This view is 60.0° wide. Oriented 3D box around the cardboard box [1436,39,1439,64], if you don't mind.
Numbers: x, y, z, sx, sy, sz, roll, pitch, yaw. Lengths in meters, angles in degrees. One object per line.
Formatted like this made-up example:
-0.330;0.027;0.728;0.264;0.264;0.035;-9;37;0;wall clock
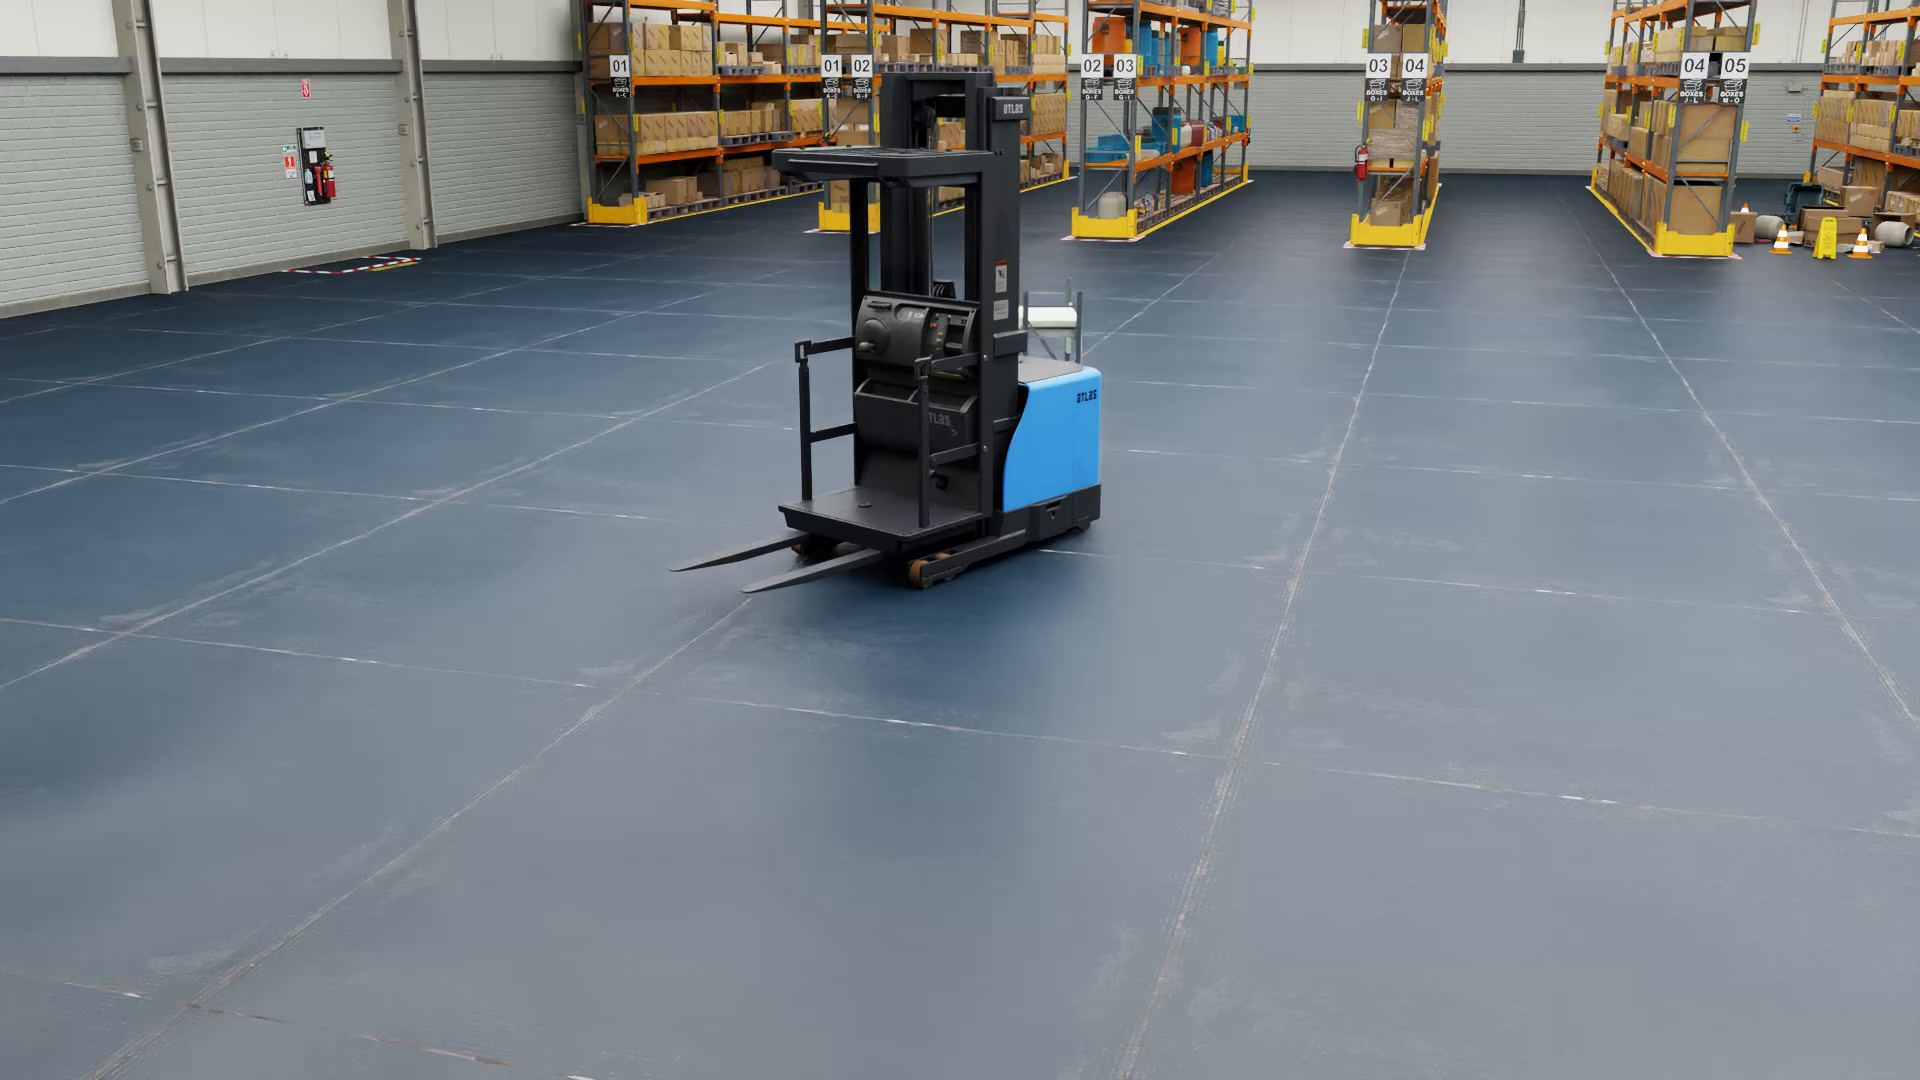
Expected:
9.649;-10.145;34.503;0.500;0.500;0.500;5;16;16;cardboard box

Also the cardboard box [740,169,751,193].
-5.228;-8.271;38.266;0.700;0.500;0.500;5;17;17;cardboard box

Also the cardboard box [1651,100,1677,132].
13.133;-7.733;30.341;0.875;0.550;0.550;5;16;16;cardboard box

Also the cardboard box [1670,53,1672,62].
12.193;-8.140;28.042;0.380;0.149;0.250;4;16;15;cardboard box

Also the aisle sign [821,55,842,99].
-2.390;-8.625;30.976;0.394;0.787;0.004;5;16;16;aisle sign

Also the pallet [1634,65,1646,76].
14.275;-9.461;33.537;1.213;0.211;1.003;5;17;18;pallet

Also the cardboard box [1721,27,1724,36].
12.606;-8.272;27.047;0.380;0.149;0.250;5;17;16;cardboard box

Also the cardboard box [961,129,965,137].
0.038;-9.327;38.378;0.500;0.311;0.500;6;17;19;cardboard box

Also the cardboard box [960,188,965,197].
-0.164;-7.783;37.041;0.500;0.250;0.500;5;17;17;cardboard box

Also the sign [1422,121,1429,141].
7.927;-6.974;28.333;0.100;0.325;0.005;5;16;16;sign

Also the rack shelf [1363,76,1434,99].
7.975;-8.220;30.133;1.077;0.370;4.000;5;16;16;rack shelf

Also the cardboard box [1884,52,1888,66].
19.238;-9.892;34.186;0.405;0.266;0.271;5;17;16;cardboard box

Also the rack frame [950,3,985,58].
0.180;-12.348;37.872;0.949;2.616;0.053;5;16;16;rack frame

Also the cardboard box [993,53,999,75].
0.420;-11.203;39.149;0.910;0.500;0.500;5;16;16;cardboard box

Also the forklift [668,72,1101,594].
-0.410;-1.282;9.977;1.130;2.935;3.031;13;21;39;forklift

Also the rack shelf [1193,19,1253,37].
12.057;-10.943;34.607;15.940;0.569;16.000;5;16;16;rack shelf

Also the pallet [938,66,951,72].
-0.715;-9.998;35.434;0.805;0.209;1.217;4;16;14;pallet

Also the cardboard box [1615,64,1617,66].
15.577;-10.978;38.813;0.500;0.250;0.500;5;16;16;cardboard box

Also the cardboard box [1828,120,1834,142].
20.638;-9.563;38.865;0.500;0.500;0.500;5;17;18;cardboard box

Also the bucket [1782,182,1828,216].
15.442;-6.177;30.323;0.726;0.611;0.620;11;9;35;bucket

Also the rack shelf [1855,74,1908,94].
19.750;-9.544;34.802;1.077;0.370;4.000;5;16;16;rack shelf

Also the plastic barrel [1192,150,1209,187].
5.696;-8.989;40.100;0.600;0.901;0.708;5;16;16;plastic barrel

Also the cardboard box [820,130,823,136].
-3.658;-10.341;42.213;0.380;0.149;0.250;4;16;14;cardboard box

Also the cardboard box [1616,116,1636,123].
14.401;-9.079;35.943;0.380;0.149;0.250;5;16;16;cardboard box

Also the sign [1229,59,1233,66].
6.595;-11.527;40.459;0.100;0.325;0.005;5;16;16;sign

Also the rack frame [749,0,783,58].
-4.564;-12.731;39.221;0.949;2.616;0.053;5;16;16;rack frame

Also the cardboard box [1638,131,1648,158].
13.306;-7.572;31.846;0.500;0.500;0.500;4;16;15;cardboard box

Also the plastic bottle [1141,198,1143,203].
3.590;-6.575;32.685;0.061;0.283;0.133;5;16;16;plastic bottle

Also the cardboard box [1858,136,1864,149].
19.634;-8.535;35.699;0.500;0.250;0.500;4;16;15;cardboard box

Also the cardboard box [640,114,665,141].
-6.267;-8.280;33.388;0.500;0.500;0.500;5;16;16;cardboard box

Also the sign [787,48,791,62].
-4.047;-11.494;39.411;0.100;0.325;0.005;5;16;16;sign

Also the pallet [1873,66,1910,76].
19.629;-9.741;34.526;1.003;0.211;1.213;5;17;18;pallet

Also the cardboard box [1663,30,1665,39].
12.626;-8.922;29.338;0.380;0.149;0.250;4;16;15;cardboard box

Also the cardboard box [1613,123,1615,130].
14.548;-9.075;36.474;0.380;0.149;0.250;4;16;15;cardboard box

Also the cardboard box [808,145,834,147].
-3.490;-9.879;43.331;0.750;0.750;0.750;5;17;17;cardboard box

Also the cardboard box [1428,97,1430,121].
8.396;-7.917;30.685;0.500;0.500;0.500;5;16;16;cardboard box

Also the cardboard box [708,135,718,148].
-5.548;-8.588;35.849;0.500;0.250;0.500;5;16;16;cardboard box

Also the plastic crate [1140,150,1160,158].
3.576;-7.459;32.112;0.530;0.136;0.437;5;16;16;plastic crate

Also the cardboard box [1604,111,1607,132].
16.009;-10.200;40.566;0.500;0.500;0.500;5;17;17;cardboard box

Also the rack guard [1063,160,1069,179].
11.354;-10.822;41.470;20.863;4.100;4.006;5;16;16;rack guard

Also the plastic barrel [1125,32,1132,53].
2.860;-9.027;30.547;0.600;0.588;0.600;0;16;0;plastic barrel

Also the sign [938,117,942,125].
-0.421;-8.827;34.721;0.100;0.325;0.005;5;16;16;sign

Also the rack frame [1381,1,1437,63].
8.544;-10.532;31.470;1.000;3.000;0.127;5;16;16;rack frame

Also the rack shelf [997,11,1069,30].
1.889;-13.570;43.504;1.077;0.370;4.000;5;16;16;rack shelf

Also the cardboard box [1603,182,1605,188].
15.496;-8.423;39.483;0.380;0.149;0.250;4;16;14;cardboard box

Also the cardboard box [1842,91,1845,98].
20.525;-10.246;38.253;0.380;0.149;0.250;4;16;15;cardboard box

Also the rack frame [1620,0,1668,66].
15.544;-12.214;37.400;1.000;3.000;0.127;5;16;16;rack frame

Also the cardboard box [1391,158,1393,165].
7.580;-6.830;29.873;0.380;0.149;0.250;5;16;16;cardboard box

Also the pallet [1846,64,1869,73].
20.561;-10.584;37.313;1.003;0.211;1.213;5;16;16;pallet

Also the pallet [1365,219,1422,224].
8.042;-5.806;30.911;1.003;0.211;1.213;5;16;16;pallet

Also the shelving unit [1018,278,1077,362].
0.614;-1.068;11.841;0.431;1.500;0.748;0;16;-2;shelving unit
